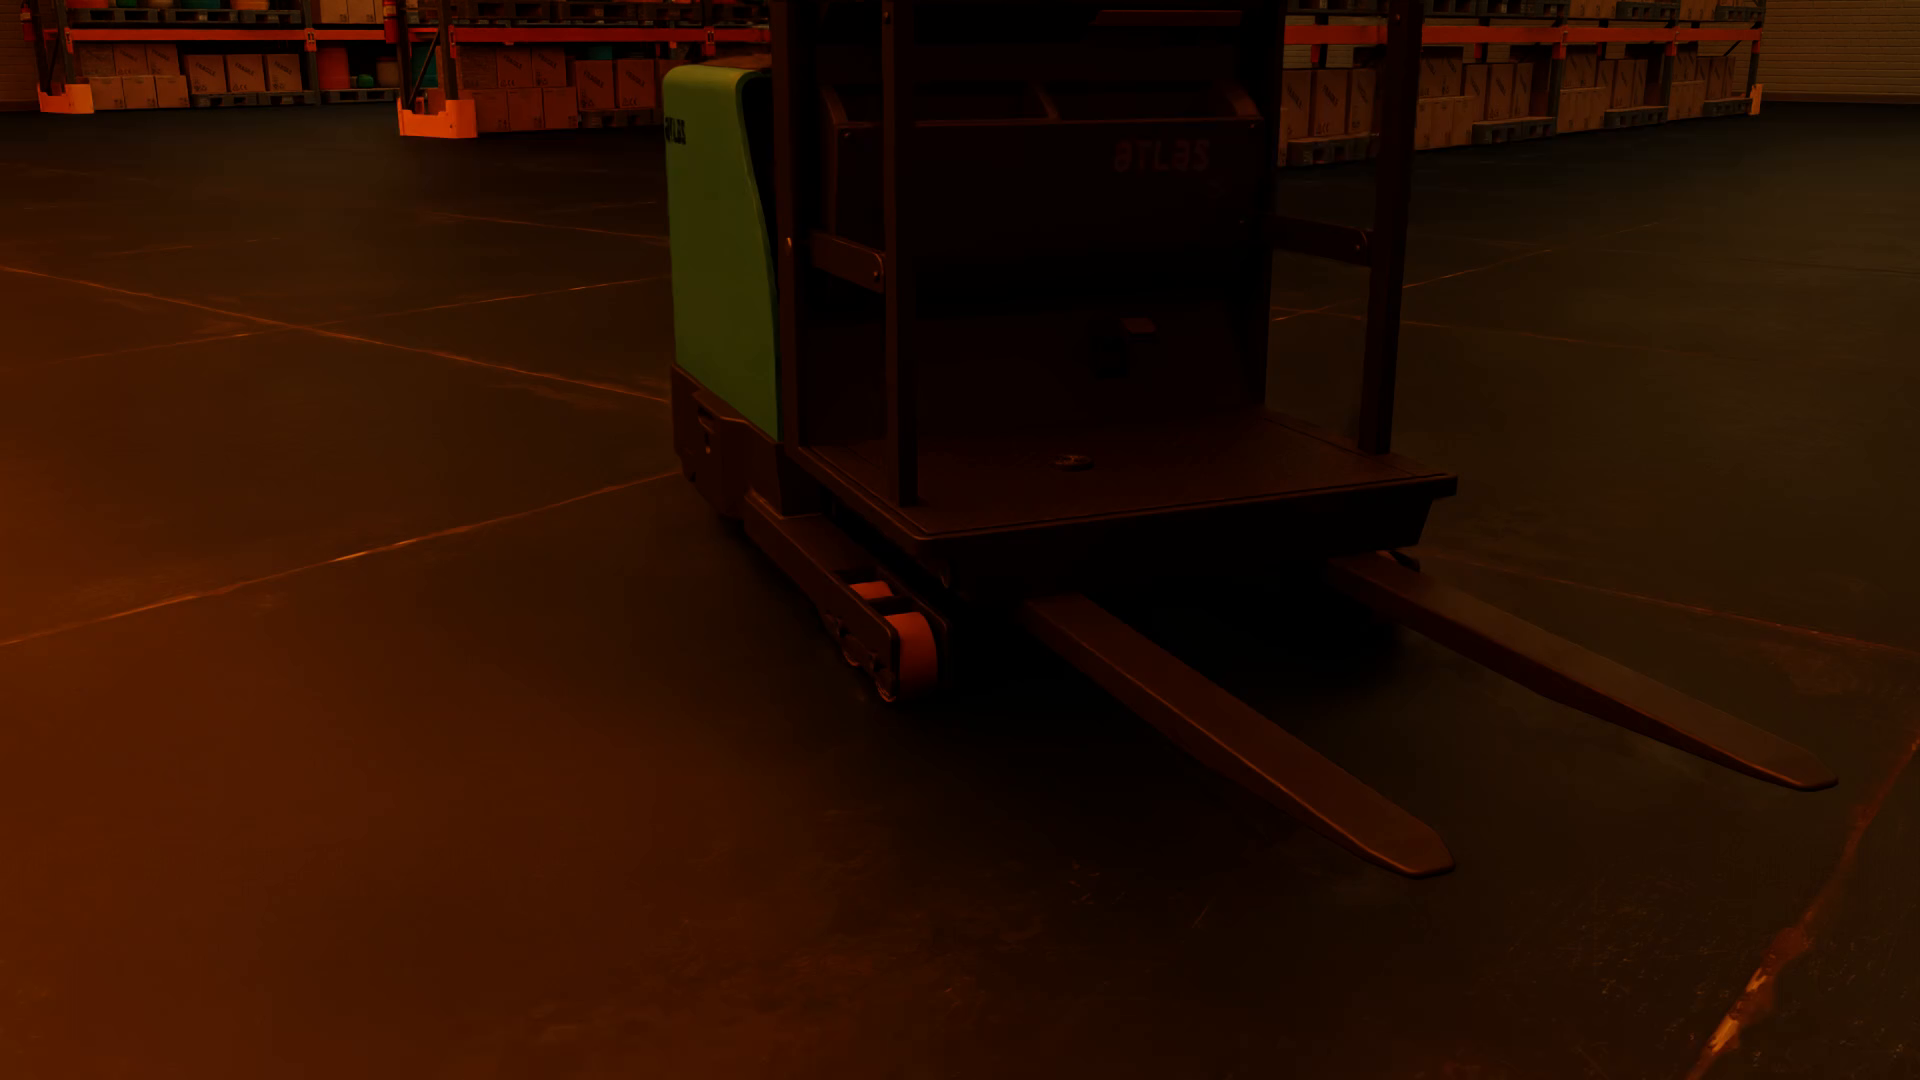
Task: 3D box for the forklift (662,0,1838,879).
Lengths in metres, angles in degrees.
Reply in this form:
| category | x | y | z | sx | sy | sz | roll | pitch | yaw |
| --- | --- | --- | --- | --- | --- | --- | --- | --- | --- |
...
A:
| category | x | y | z | sx | sy | sz | roll | pitch | yaw |
| --- | --- | --- | --- | --- | --- | --- | --- | --- | --- |
| forklift | 0.255 | -1.248 | 3.006 | 1.130 | 2.935 | 3.031 | -7 | 18 | -21 |
